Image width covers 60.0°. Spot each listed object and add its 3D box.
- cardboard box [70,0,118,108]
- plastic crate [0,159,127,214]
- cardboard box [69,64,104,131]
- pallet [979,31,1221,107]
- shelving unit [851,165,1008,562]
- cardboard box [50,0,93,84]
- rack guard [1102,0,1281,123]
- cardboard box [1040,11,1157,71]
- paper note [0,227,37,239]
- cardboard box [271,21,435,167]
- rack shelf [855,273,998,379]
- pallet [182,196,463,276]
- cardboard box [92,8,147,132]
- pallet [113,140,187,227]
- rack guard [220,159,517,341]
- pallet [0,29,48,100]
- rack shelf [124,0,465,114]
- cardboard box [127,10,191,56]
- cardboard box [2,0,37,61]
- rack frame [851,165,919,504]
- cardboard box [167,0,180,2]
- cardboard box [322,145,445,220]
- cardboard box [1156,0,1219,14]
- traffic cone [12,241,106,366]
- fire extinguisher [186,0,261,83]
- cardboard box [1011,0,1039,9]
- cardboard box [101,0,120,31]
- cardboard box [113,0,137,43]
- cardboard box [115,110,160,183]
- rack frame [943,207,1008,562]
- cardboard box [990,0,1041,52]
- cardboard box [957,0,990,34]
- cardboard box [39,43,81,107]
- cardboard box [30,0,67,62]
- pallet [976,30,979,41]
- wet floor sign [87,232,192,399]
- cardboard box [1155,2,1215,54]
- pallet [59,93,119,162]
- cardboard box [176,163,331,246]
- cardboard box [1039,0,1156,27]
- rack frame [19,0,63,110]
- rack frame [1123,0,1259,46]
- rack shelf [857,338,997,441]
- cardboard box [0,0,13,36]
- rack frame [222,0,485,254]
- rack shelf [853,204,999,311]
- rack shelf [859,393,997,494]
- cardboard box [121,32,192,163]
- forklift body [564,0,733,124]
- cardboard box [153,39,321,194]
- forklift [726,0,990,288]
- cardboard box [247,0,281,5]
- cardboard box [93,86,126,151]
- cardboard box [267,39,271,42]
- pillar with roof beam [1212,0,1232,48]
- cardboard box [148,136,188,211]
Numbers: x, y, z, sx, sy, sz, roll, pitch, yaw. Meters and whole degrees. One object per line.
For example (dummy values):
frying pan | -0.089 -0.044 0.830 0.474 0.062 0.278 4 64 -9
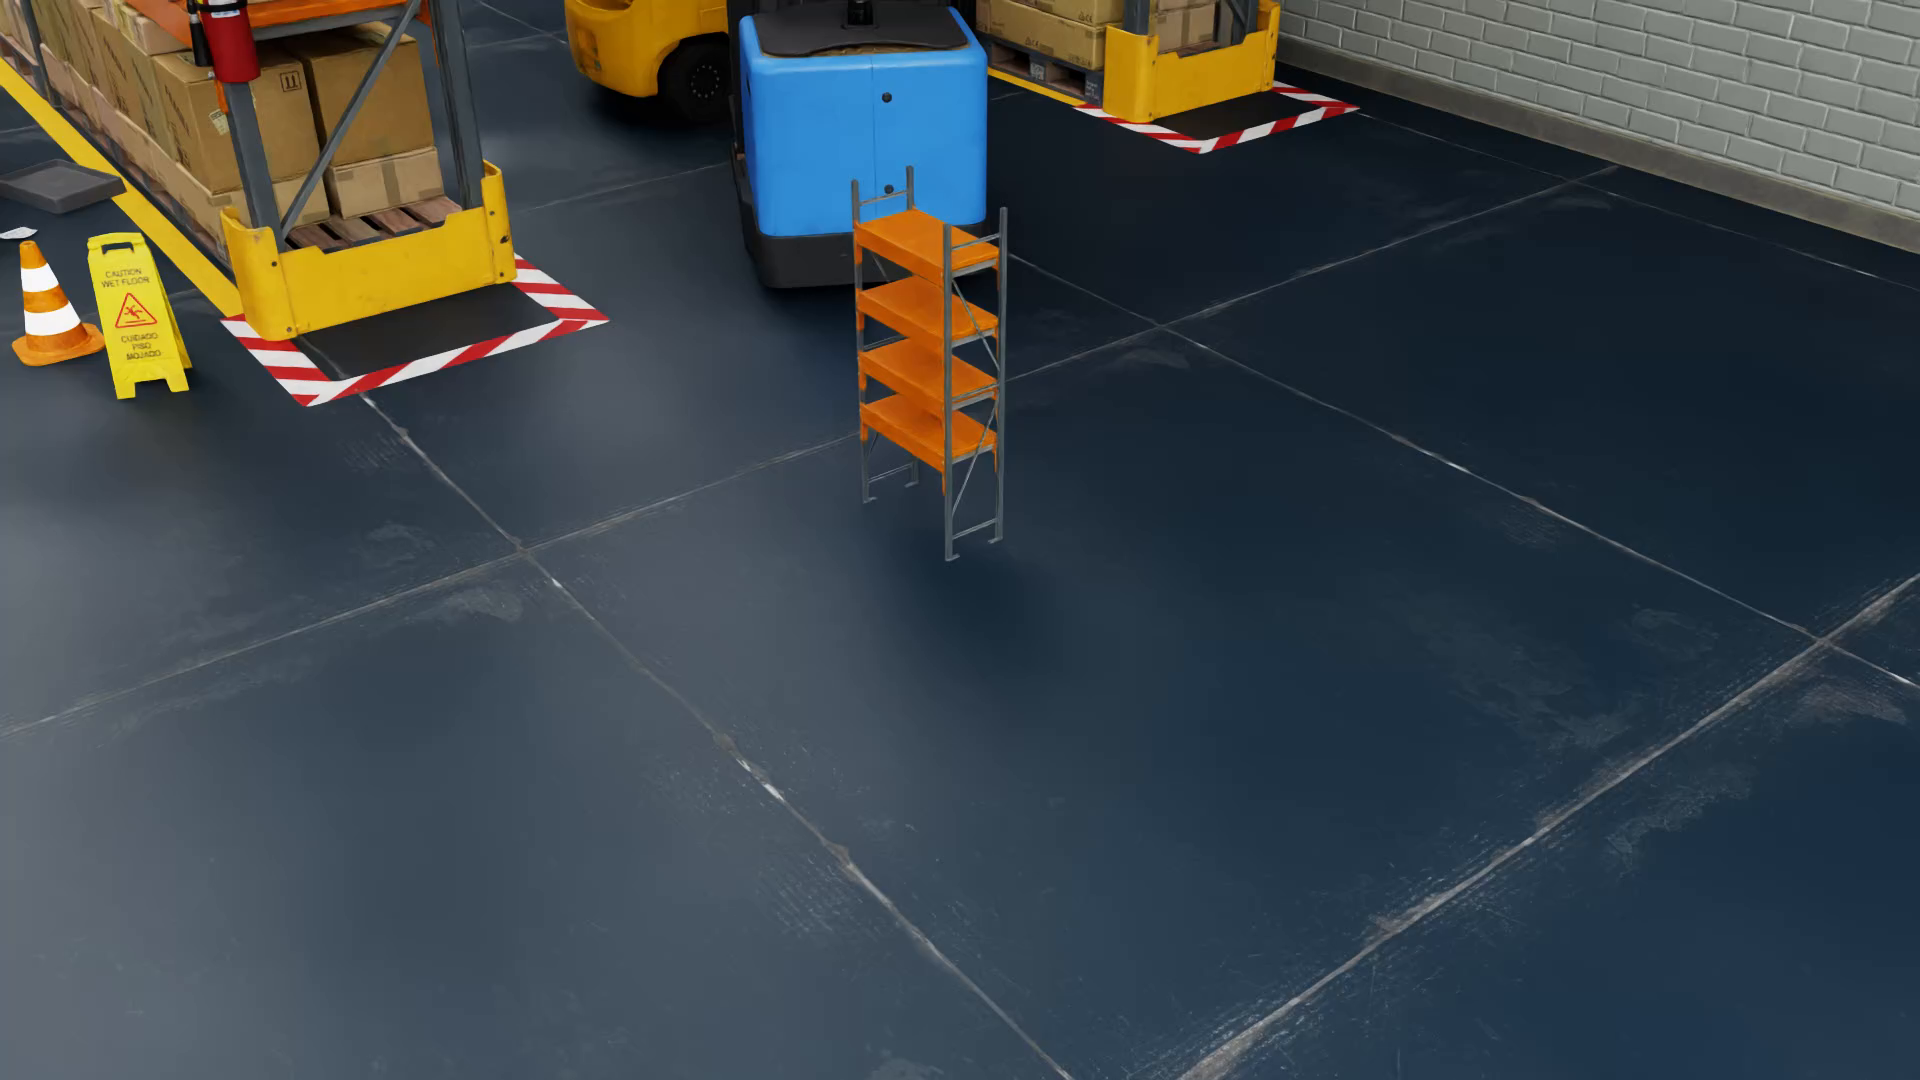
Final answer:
cardboard box | -4.200 -2.567 8.537 0.500 0.500 0.500 -20 37 -29
plastic crate | -4.688 -1.847 8.648 0.583 0.080 0.402 18 36 27
cardboard box | -4.518 -2.465 9.085 0.500 0.250 0.500 -20 37 -29
pallet | 0.867 -3.068 10.490 1.003 0.211 1.213 -22 38 -31
shelving unit | -0.102 -0.579 5.545 0.258 1.200 0.503 -22 38 -31
cardboard box | -4.516 -2.783 8.886 0.500 0.500 0.500 -21 37 -30
rack guard | 1.384 -2.876 9.906 1.175 0.500 0.348 -22 38 -31
cardboard box | 0.831 -3.051 10.028 0.500 0.250 0.500 -22 38 -31
paper note | -4.618 -1.508 8.149 0.148 0.019 0.142 18 36 27
cardboard box | -2.841 -2.104 7.792 0.500 0.500 0.500 -24 39 -33
rack shelf | -0.102 -0.712 5.462 0.258 0.148 0.480 -22 38 -31
pallet | -3.067 -1.537 8.025 1.003 0.211 1.213 -22 38 -31
cardboard box | -3.874 -2.347 8.184 0.500 0.500 0.500 -23 39 -32
pallet | -3.810 -2.045 8.843 1.003 0.211 1.213 -22 38 -31
rack guard | -2.596 -1.310 7.385 1.175 0.500 0.348 -22 38 -31
pallet | -5.481 -3.147 10.616 1.003 0.211 1.213 -22 38 -31
rack shelf | -3.776 -2.868 8.207 1.077 0.370 4.000 -22 38 -31
cardboard box | -3.525 -2.325 7.533 0.380 0.149 0.250 -21 38 -30
cardboard box | -5.326 -3.287 10.292 0.950 0.372 0.625 -22 38 -31
rack frame | -0.251 -0.680 5.708 0.240 1.200 0.015 -22 38 -31
cardboard box | -3.191 -2.390 6.993 0.380 0.149 0.250 -23 38 -32
cardboard box | -2.826 -1.776 7.975 0.500 0.250 0.500 -23 38 -32
cardboard box | 1.245 -3.433 10.169 0.500 0.250 0.500 -21 38 -31
traffic cone | -3.832 -1.024 6.961 0.336 0.463 0.334 -22 38 -31
fire extinguisher | -2.844 -2.110 6.378 0.296 0.674 0.183 -22 38 -31
cardboard box | 0.524 -3.484 10.252 0.500 0.250 0.500 -23 38 -32
cardboard box | -3.837 -2.541 7.881 0.380 0.149 0.250 -21 37 -29
cardboard box | -3.677 -2.431 7.704 0.380 0.149 0.250 -22 38 -31
cardboard box | -3.895 -2.035 8.392 0.500 0.250 0.500 -24 39 -33
rack frame | 0.048 -0.477 5.381 0.240 1.200 0.015 -22 38 -31
cardboard box | 0.534 -3.262 10.367 0.500 0.250 0.500 -22 38 -31
cardboard box | 0.234 -3.473 10.707 0.500 0.250 0.500 -22 38 -31
cardboard box | -4.854 -2.684 9.437 0.500 0.250 0.500 -24 39 -33
cardboard box | -4.854 -3.003 9.239 0.500 0.500 0.500 -20 37 -29
pallet | 0.123 -3.576 11.308 1.003 0.211 1.213 -22 38 -31
wet floor sign | -3.278 -0.915 6.611 0.267 0.644 0.232 -10 33 -15
cardboard box | 1.222 -3.226 10.309 0.500 0.250 0.500 -22 38 -31
pallet | -4.563 -2.554 9.662 1.003 0.211 1.213 -22 38 -31
cardboard box | -3.273 -1.610 7.708 0.500 0.250 0.500 -22 38 -32
cardboard box | 0.824 -3.272 9.909 0.500 0.250 0.500 -23 38 -32
rack frame | -5.003 -4.007 9.359 1.000 3.000 0.127 -22 38 -31
rack frame | 1.369 -3.948 9.263 1.000 3.000 0.127 -22 38 -31
rack shelf | -0.102 -0.522 5.580 0.258 0.148 0.480 -22 38 -31
cardboard box | -5.770 -3.586 10.773 0.950 0.372 0.625 -20 37 -29
rack frame | -2.550 -2.340 6.675 1.000 3.000 0.127 -22 38 -31
rack shelf | -0.102 -0.912 5.337 0.258 0.148 0.480 -22 38 -31
rack shelf | -0.102 -0.353 5.685 0.258 0.148 0.480 -22 38 -31
cardboard box | -3.570 -2.135 7.842 0.500 0.500 0.500 -21 37 -30
forklift body | -1.235 -3.787 9.809 2.313 2.155 1.214 -22 38 -31
cardboard box | -3.247 -1.918 7.493 0.500 0.500 0.500 -22 38 -31
forklift | -0.628 -3.132 8.014 1.130 2.935 3.031 -5 32 -8
cardboard box | -2.948 -2.320 6.880 0.380 0.149 0.250 -21 37 -30
cardboard box | -4.190 -2.245 8.730 0.500 0.250 0.500 -23 38 -32
cardboard box | -3.165 -2.321 8.141 0.500 0.500 0.500 -24 39 -33
pillar with roof beam | -1.747 -5.685 6.374 9.100 9.000 0.400 -22 38 -31
cardboard box | -3.569 -1.819 8.043 0.500 0.250 0.500 -22 38 -31
